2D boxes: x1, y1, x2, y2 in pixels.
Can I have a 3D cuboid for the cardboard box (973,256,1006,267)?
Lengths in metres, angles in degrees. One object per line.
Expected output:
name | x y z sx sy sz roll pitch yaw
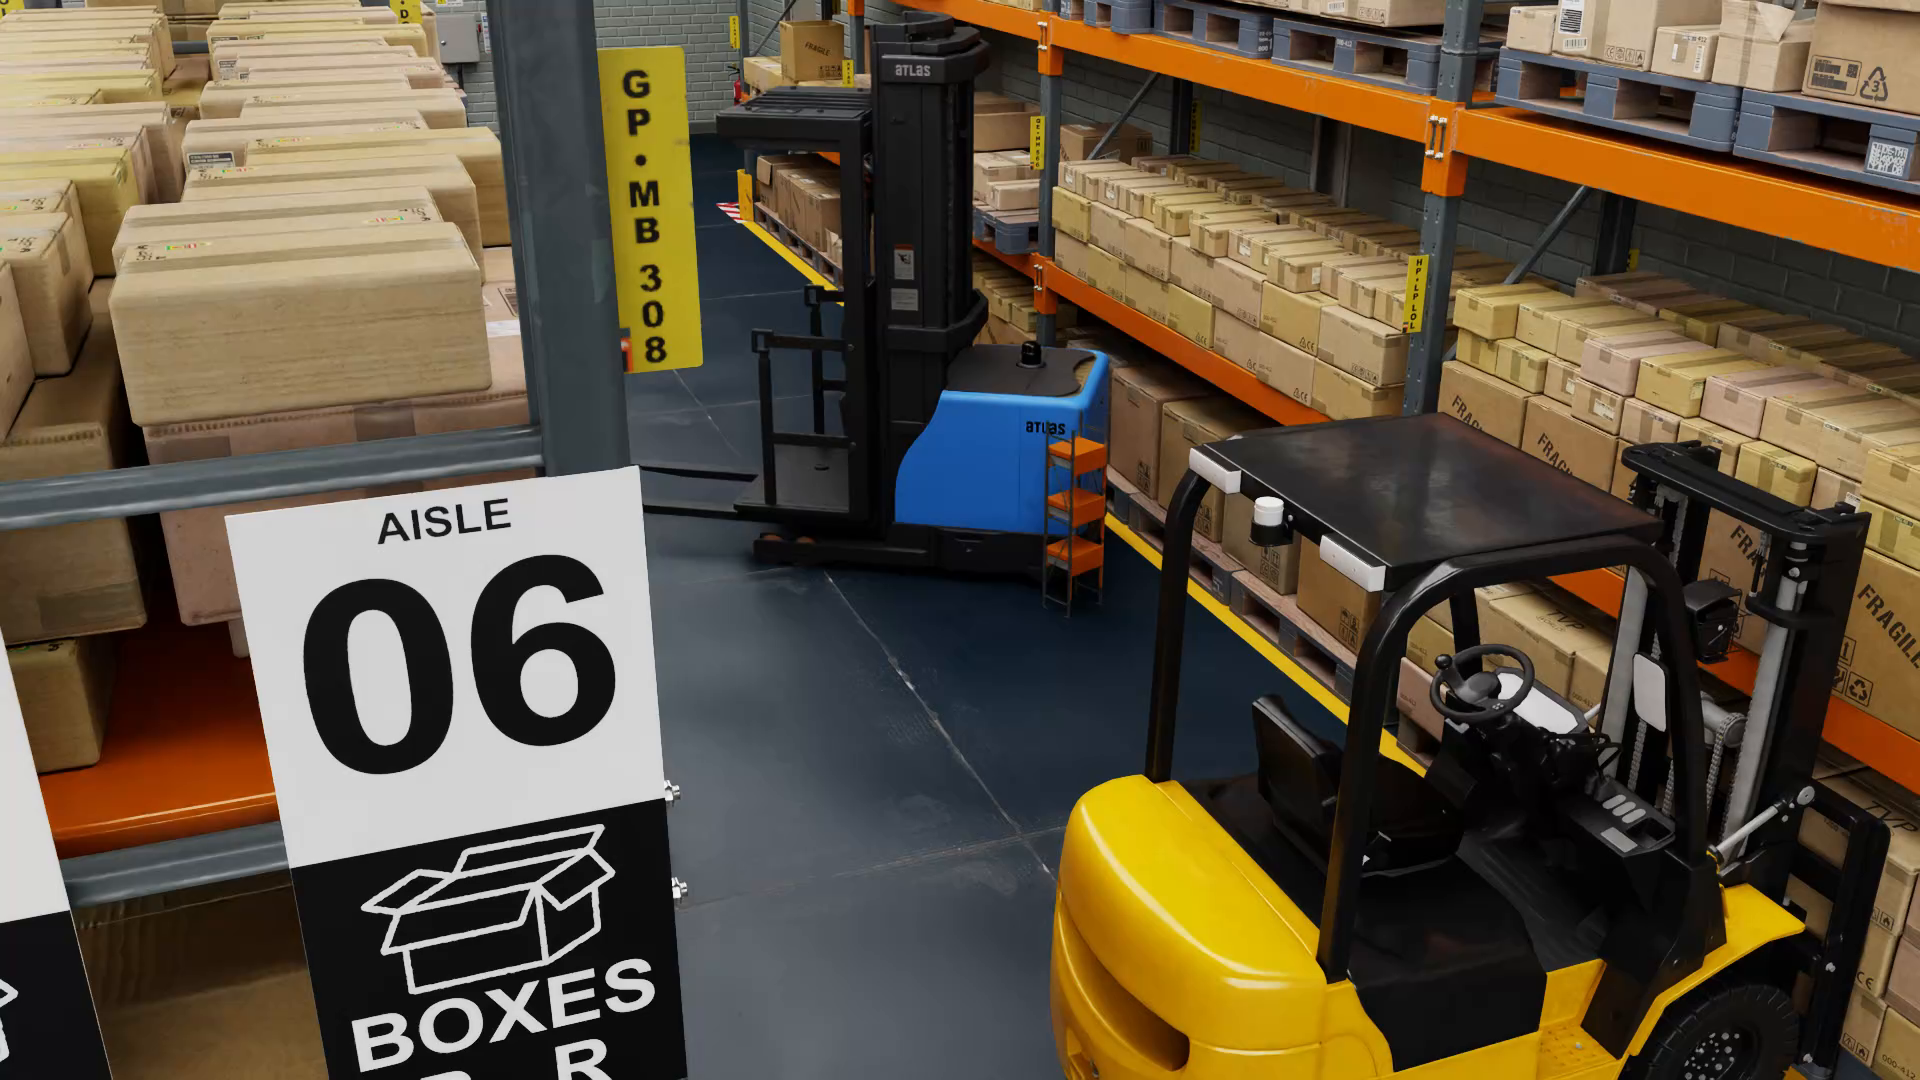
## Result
cardboard box | 0.137 -2.028 12.543 0.380 0.149 0.250 -10 25 -22

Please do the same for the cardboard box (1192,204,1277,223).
cardboard box | 1.475 -1.697 8.951 0.380 0.149 0.250 -8 24 -19

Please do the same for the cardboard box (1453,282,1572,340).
cardboard box | 2.238 -0.930 6.747 0.380 0.149 0.250 -8 24 -18

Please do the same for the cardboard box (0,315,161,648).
cardboard box | -1.259 -0.067 1.996 0.500 0.250 0.500 -9 24 -20

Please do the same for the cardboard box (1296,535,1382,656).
cardboard box | 2.208 0.109 8.147 0.875 0.625 0.625 -7 24 -17

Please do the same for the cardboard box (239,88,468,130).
cardboard box | -1.107 -0.732 3.060 0.380 0.149 0.250 -8 24 -18

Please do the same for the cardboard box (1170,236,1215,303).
cardboard box | 1.466 -1.467 8.918 0.500 0.250 0.500 -8 24 -18

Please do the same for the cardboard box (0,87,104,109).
cardboard box | -1.795 -0.737 3.072 0.380 0.149 0.250 -8 24 -18

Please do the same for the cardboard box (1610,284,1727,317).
cardboard box | 2.849 -0.915 6.711 0.380 0.149 0.250 -9 24 -20

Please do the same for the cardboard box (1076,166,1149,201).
cardboard box | 0.923 -2.149 10.024 0.380 0.149 0.250 -8 24 -18

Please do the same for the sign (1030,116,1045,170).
sign | 0.486 -2.477 10.375 0.100 0.325 0.005 -8 24 -19

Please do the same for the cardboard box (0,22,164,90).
cardboard box | -2.229 -1.209 4.190 0.380 0.149 0.250 -9 25 -21

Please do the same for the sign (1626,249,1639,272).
sign | 2.922 -1.116 7.320 0.100 0.325 0.005 -8 24 -19

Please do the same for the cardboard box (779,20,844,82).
cardboard box | -1.398 -4.631 15.720 0.500 0.500 0.500 -8 24 -18

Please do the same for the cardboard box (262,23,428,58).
cardboard box | -1.537 -1.203 4.178 0.380 0.149 0.250 -8 24 -17

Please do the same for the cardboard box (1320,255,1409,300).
cardboard box | 1.930 -1.230 7.843 0.380 0.149 0.250 -8 24 -19

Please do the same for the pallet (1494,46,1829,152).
pallet | 2.729 -1.639 6.029 1.003 0.211 1.213 -8 24 -19

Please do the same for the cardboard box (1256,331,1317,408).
cardboard box | 1.798 -0.864 8.131 0.500 0.250 0.500 -8 24 -19

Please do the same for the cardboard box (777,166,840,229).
cardboard box | -1.443 -3.455 16.762 0.700 0.500 0.500 -7 24 -17

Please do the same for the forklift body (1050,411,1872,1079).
forklift body | 1.440 0.802 5.078 2.313 2.155 1.214 -8 24 -19

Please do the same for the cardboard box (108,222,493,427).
cardboard box | -0.761 -0.259 1.938 0.380 0.149 0.250 -9 24 -19

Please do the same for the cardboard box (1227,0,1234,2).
cardboard box | 1.458 -2.748 8.200 0.380 0.149 0.250 -9 24 -20

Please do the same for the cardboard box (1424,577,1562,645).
cardboard box | 2.281 0.228 7.060 0.500 0.250 0.500 -9 24 -20

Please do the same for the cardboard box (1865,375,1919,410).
cardboard box | 3.281 -0.446 5.598 0.380 0.149 0.250 -8 24 -17

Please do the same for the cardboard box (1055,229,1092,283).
cardboard box | 0.918 -1.794 10.336 0.500 0.250 0.500 -8 24 -19

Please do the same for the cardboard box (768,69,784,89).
cardboard box | -1.567 -4.464 16.288 0.500 0.250 0.500 -9 24 -20

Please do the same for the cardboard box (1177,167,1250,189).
cardboard box | 1.526 -2.130 9.977 0.380 0.149 0.250 -8 24 -19

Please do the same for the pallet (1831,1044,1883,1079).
pallet | 3.507 1.862 5.060 1.003 0.211 1.213 -8 24 -19

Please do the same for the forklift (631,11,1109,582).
forklift | -0.699 -1.392 9.279 3.031 2.935 1.130 5 23 11

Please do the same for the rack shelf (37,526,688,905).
rack shelf | -1.533 -0.246 3.535 1.077 0.370 4.000 -8 24 -19

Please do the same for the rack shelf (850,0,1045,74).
rack shelf | 0.284 -3.835 12.051 1.077 0.370 4.000 -8 24 -19

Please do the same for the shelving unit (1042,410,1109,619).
shelving unit | 0.600 -0.129 8.705 0.252 1.050 0.215 -19 30 -38

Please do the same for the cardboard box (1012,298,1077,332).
cardboard box | 0.579 -1.543 11.391 0.380 0.149 0.250 -10 25 -22

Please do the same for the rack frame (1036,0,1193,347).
rack frame | 0.990 -2.057 10.769 1.000 3.000 0.127 -8 24 -19

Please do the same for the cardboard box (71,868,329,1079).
cardboard box | -1.211 0.732 2.352 0.700 0.500 0.500 -9 24 -20

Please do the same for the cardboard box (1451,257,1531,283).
cardboard box | 2.434 -1.211 7.797 0.380 0.149 0.250 -9 25 -21

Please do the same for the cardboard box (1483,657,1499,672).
cardboard box | 2.465 0.640 6.725 0.500 0.250 0.500 -8 24 -19

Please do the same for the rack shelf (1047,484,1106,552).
rack shelf | 0.600 -0.120 8.709 0.240 0.259 0.215 -19 30 -38

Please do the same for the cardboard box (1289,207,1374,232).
cardboard box | 1.985 -1.667 8.878 0.380 0.149 0.250 -8 24 -19

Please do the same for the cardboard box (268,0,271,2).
cardboard box | -2.449 -2.060 6.565 0.500 0.250 0.500 -9 24 -20

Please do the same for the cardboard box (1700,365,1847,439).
cardboard box | 2.768 -0.472 5.662 0.380 0.149 0.250 -8 24 -19

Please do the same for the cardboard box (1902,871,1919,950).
cardboard box | 3.176 1.153 4.865 0.500 0.250 0.500 -8 24 -18

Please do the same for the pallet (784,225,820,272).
pallet | -1.099 -2.919 16.405 1.003 0.211 1.213 -8 24 -19

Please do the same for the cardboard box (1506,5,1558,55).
cardboard box | 2.278 -1.905 6.201 0.380 0.149 0.250 -8 24 -18

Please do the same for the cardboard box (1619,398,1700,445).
cardboard box | 2.590 -0.417 5.914 0.380 0.149 0.250 -9 24 -20

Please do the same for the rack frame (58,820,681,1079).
rack frame | -0.826 1.532 2.254 1.000 3.000 0.127 -8 24 -19

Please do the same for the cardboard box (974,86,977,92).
cardboard box | -0.278 -3.356 13.180 0.700 0.500 0.500 -8 24 -18

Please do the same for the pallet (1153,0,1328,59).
pallet | 1.711 -2.712 8.704 1.003 0.211 1.213 -7 24 -17

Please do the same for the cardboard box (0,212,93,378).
cardboard box | -1.277 -0.284 1.995 0.380 0.149 0.250 -8 24 -18

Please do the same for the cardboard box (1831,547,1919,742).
cardboard box | 3.041 0.285 5.084 0.500 0.500 0.500 -9 24 -20

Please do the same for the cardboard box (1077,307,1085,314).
cardboard box | 0.949 -1.472 12.057 0.500 0.500 0.500 -8 24 -19

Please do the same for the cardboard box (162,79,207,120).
cardboard box | -2.149 -0.988 4.181 0.500 0.250 0.500 -9 24 -19

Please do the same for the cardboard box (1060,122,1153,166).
cardboard box | 0.955 -2.506 11.163 0.500 0.500 0.500 -7 24 -17
